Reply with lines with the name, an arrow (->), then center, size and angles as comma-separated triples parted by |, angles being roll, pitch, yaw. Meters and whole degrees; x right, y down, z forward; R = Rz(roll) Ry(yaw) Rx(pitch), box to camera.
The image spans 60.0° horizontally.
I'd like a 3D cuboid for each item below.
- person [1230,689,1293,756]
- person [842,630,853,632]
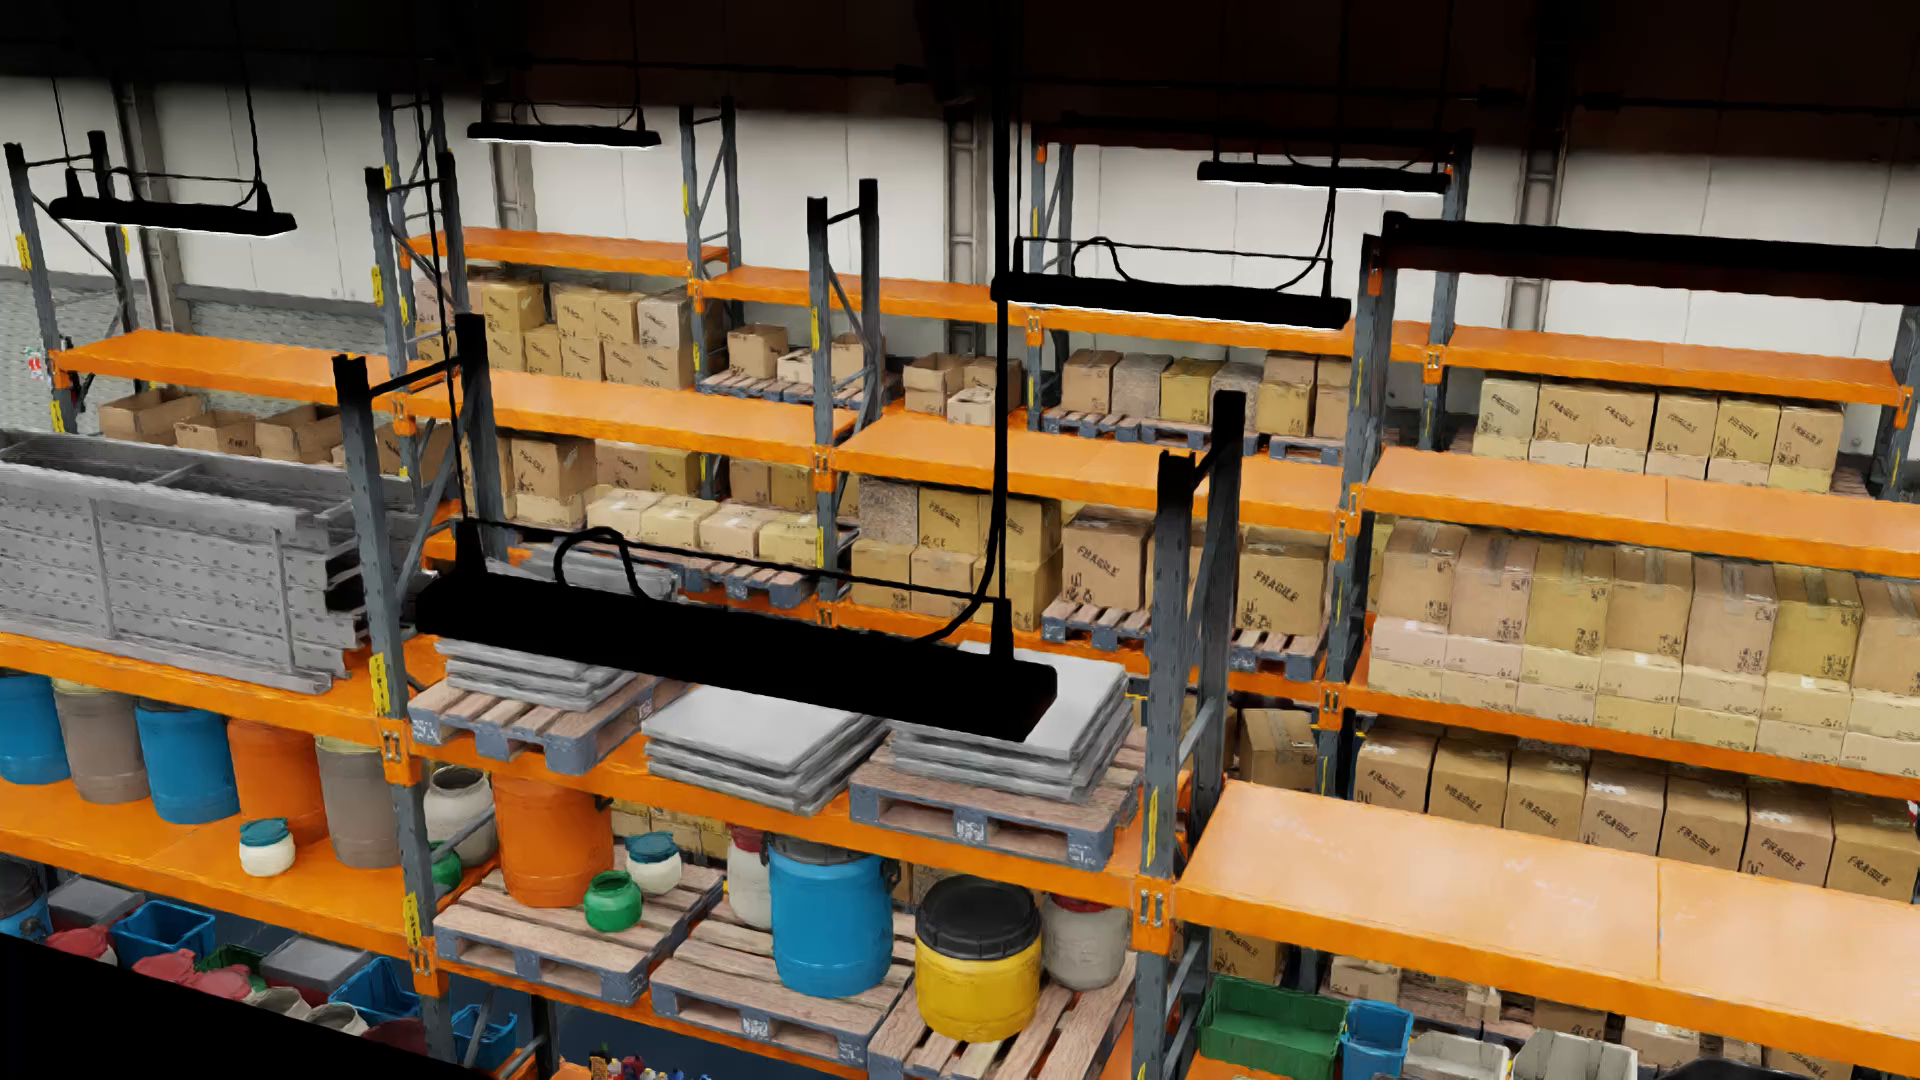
person -> 2.721, 1.828, 15.098 | 0.635, 1.776, 0.497 | -2, 21, -6
person -> -0.955, 1.589, 16.077 | 0.482, 1.541, 0.566 | 7, 22, 18
